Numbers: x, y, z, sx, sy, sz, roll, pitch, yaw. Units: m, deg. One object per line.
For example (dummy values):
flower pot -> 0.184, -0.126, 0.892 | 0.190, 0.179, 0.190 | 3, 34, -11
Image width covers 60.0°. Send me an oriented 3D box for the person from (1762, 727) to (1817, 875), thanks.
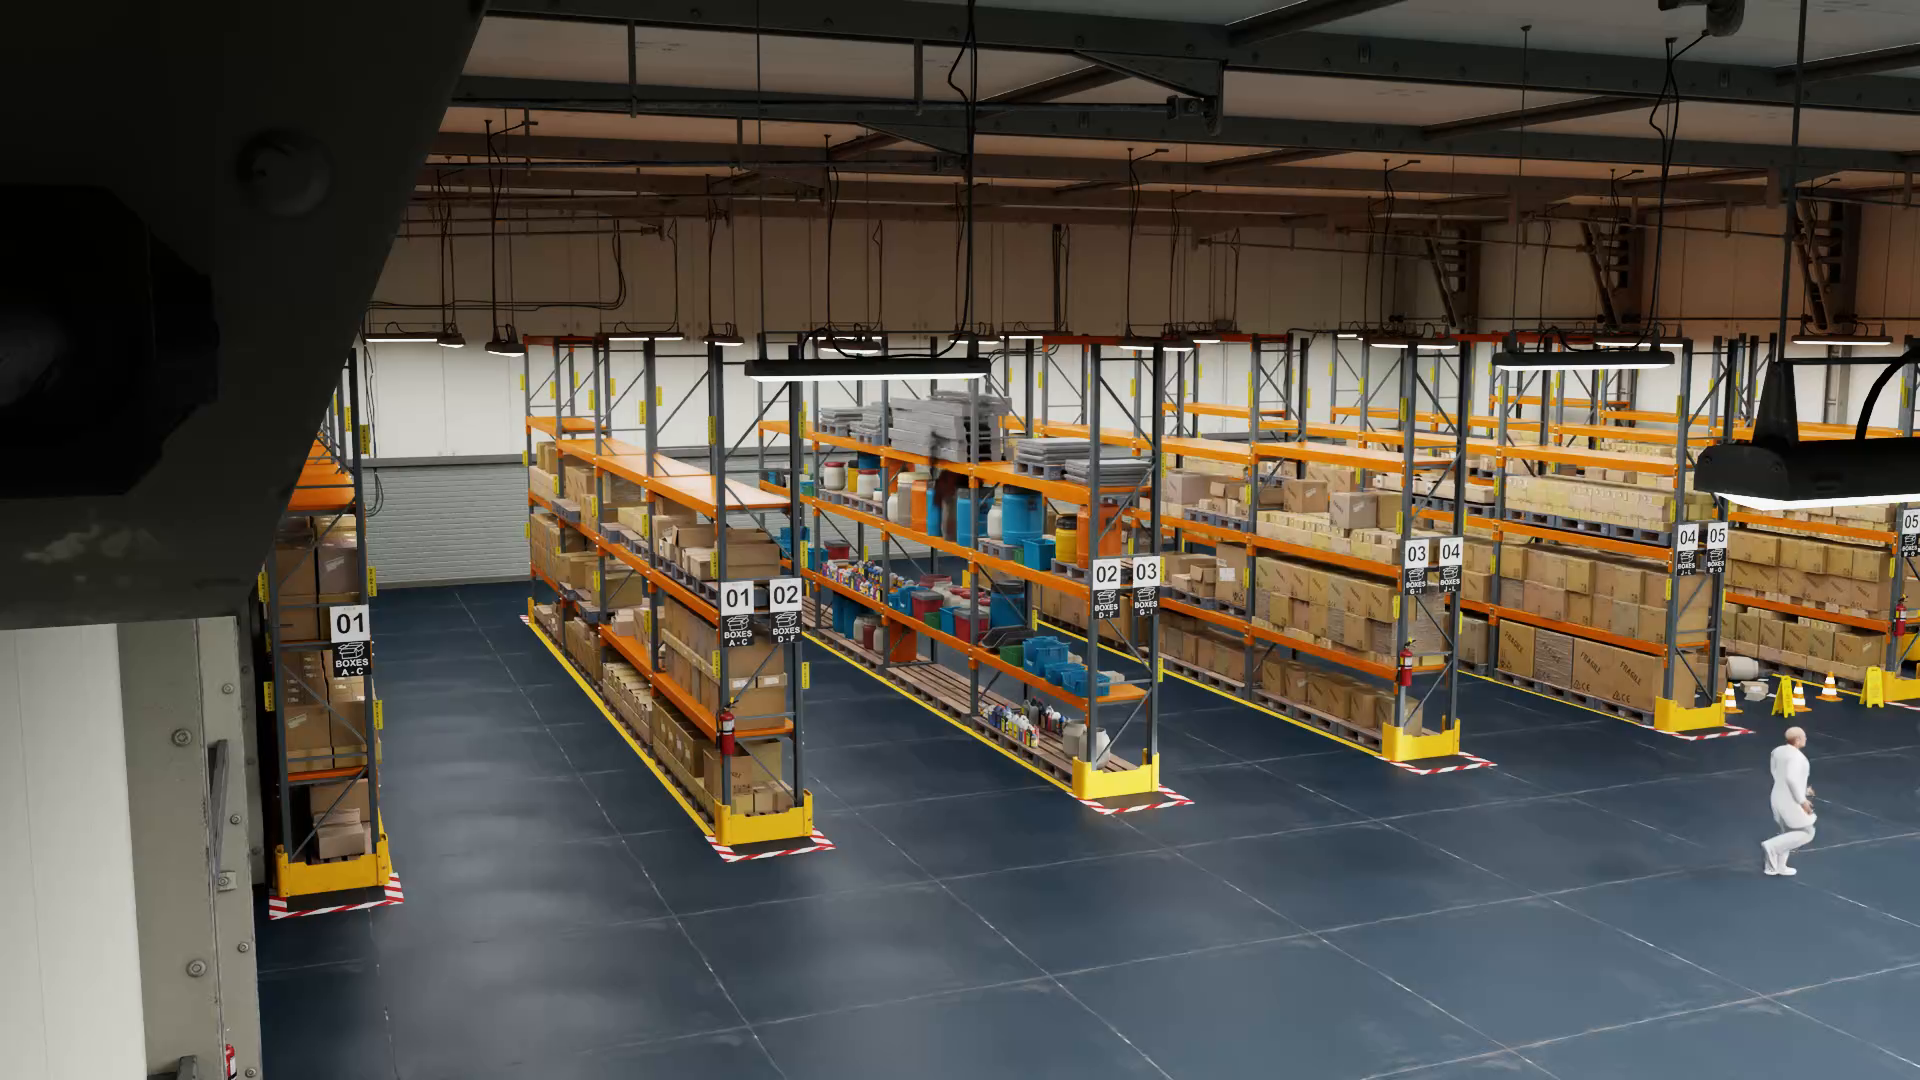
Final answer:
person -> 9.445, 2.975, 18.914 | 0.671, 1.726, 0.696 | 0, 8, 0
